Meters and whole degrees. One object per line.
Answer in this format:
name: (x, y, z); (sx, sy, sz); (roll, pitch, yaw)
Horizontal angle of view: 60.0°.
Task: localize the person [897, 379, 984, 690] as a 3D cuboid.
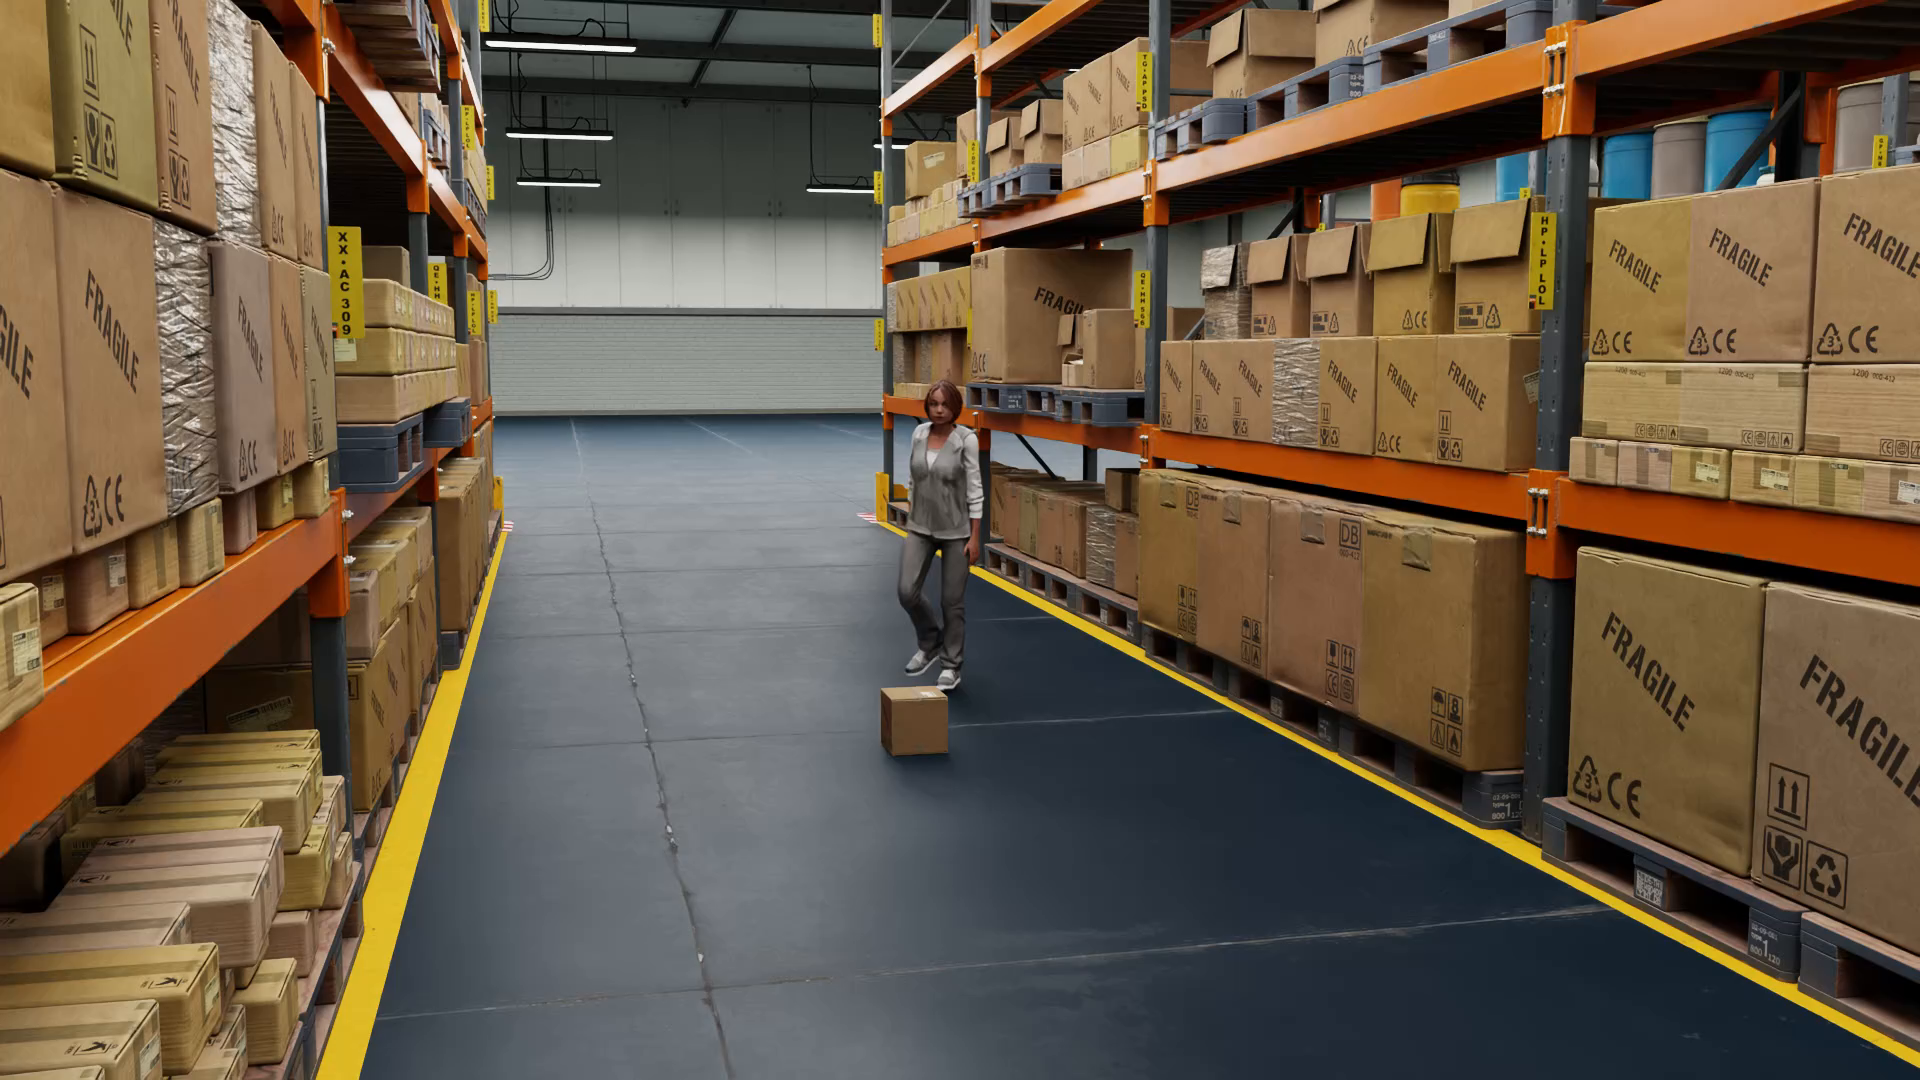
person: (-0.085, -0.019, 8.431); (0.451, 1.587, 0.428); (2, 7, 19)
